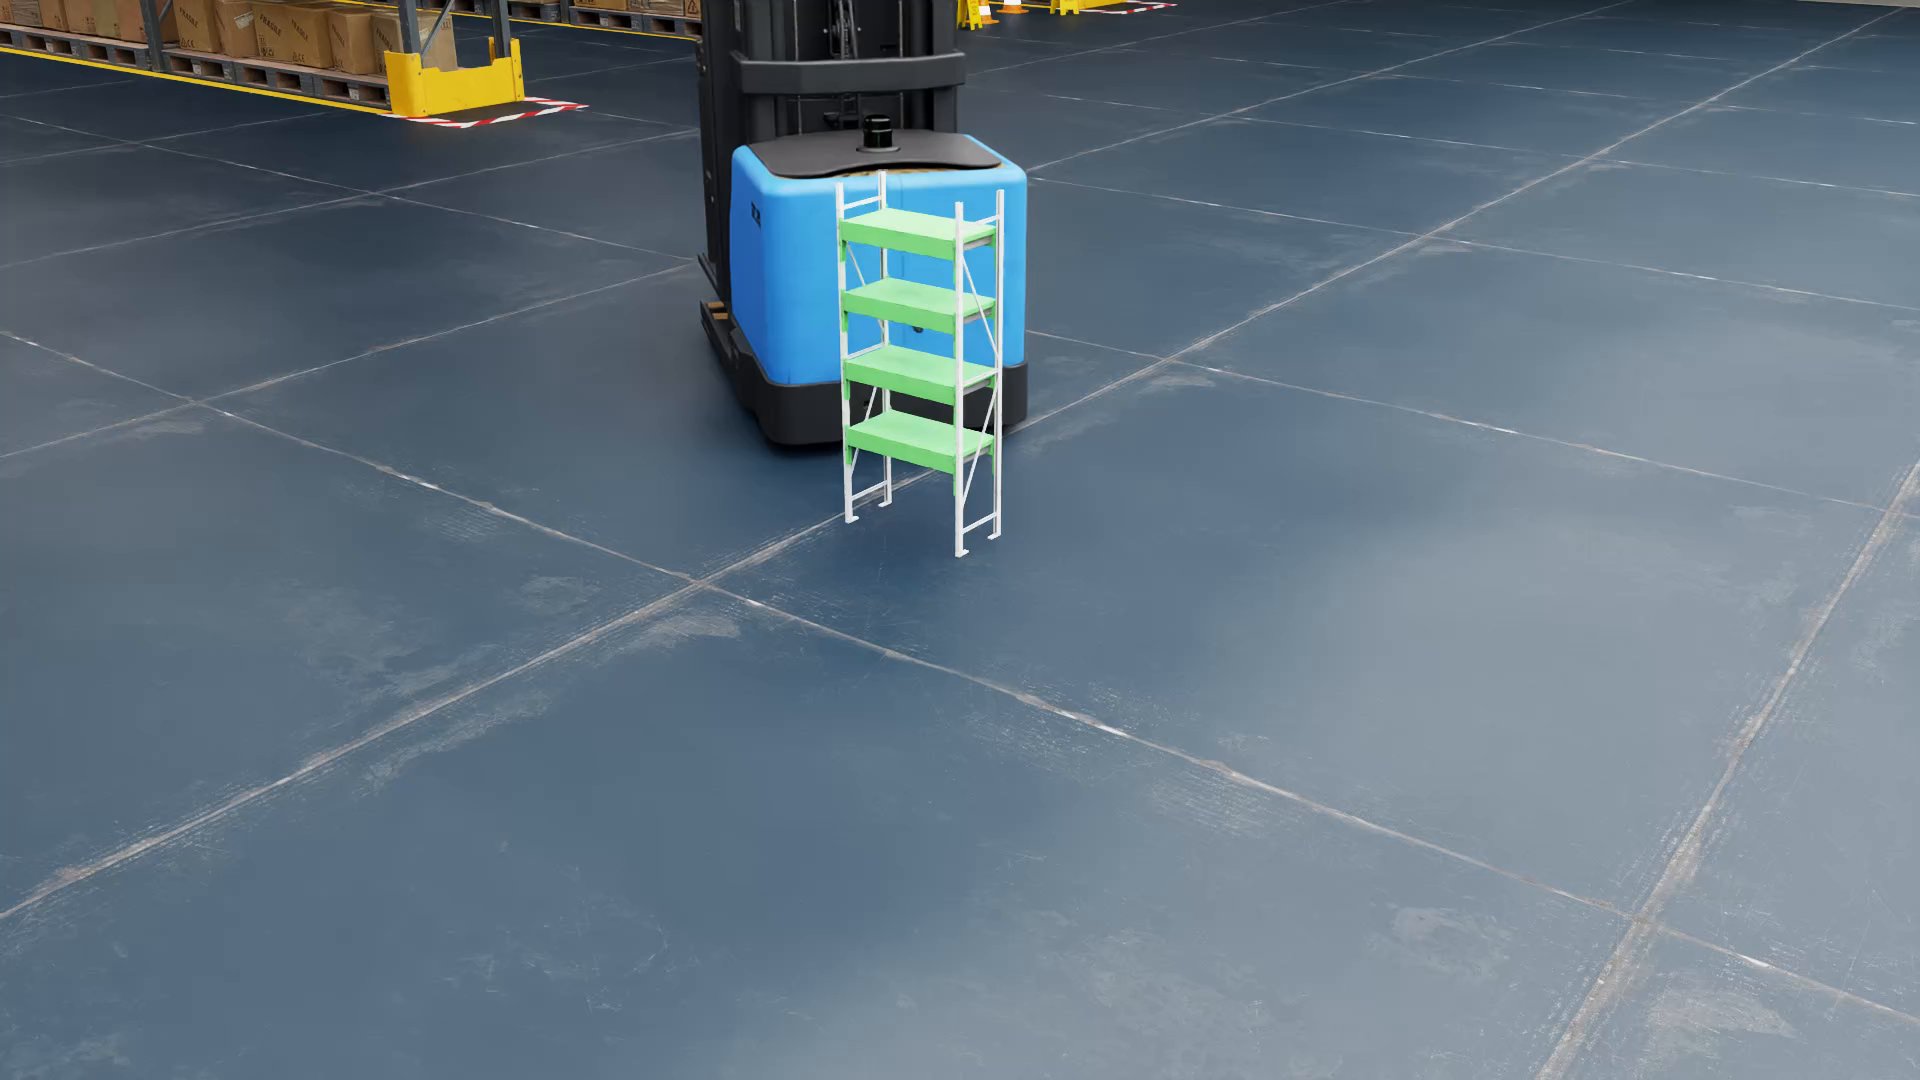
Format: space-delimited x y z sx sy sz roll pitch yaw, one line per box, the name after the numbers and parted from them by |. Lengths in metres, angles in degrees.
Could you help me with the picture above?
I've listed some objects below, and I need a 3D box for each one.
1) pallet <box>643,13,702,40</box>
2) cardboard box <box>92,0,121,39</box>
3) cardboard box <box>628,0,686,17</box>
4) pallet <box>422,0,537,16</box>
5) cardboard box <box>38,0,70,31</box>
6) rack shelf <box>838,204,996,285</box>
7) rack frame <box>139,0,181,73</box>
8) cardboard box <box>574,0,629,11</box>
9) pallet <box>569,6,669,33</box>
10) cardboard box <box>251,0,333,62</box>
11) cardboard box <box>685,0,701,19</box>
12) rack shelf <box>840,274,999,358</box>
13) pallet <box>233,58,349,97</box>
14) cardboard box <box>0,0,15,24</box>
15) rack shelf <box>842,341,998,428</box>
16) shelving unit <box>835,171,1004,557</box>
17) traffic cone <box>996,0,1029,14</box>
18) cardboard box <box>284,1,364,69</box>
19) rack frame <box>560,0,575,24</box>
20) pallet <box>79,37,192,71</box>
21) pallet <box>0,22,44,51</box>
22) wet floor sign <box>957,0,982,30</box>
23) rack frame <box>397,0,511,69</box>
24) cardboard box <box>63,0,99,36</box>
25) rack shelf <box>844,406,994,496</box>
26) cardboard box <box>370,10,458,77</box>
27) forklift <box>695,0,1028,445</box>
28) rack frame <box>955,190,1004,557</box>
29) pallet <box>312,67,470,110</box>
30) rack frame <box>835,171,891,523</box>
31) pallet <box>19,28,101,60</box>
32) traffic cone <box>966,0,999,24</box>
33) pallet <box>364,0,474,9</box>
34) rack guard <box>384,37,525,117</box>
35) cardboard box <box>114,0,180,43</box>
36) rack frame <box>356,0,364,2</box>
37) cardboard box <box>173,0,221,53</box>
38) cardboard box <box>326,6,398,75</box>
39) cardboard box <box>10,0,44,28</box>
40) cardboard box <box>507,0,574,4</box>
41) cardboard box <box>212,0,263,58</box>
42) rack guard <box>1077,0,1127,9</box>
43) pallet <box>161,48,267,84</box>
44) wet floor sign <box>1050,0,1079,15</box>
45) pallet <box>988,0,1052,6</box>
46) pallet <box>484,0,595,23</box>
-2.777 -5.791 18.632 1.213 0.211 1.003 17 29 33 | pallet
-8.223 -5.330 16.680 0.500 0.500 0.700 17 29 33 | cardboard box
-3.134 -6.400 18.669 0.875 0.875 0.875 17 29 34 | cardboard box
-5.962 -6.752 20.813 1.213 0.211 1.003 17 29 33 | pallet
-9.118 -5.599 17.293 0.500 0.500 0.700 20 31 38 | cardboard box
-0.132 -0.970 5.431 0.480 0.148 0.258 17 29 33 | rack shelf
-7.375 -5.995 15.637 0.127 3.000 1.000 17 29 33 | rack frame
-3.858 -6.616 19.160 0.875 0.875 0.875 17 29 34 | cardboard box
-3.757 -6.086 19.301 1.213 0.211 1.003 17 29 33 | pallet
-6.072 -4.673 15.215 0.500 0.500 0.500 14 27 29 | cardboard box
-2.406 -6.178 18.167 0.875 0.875 0.875 16 29 32 | cardboard box
-0.132 -0.750 5.528 0.480 0.148 0.258 17 29 33 | rack shelf
-5.836 -4.273 15.187 1.213 0.211 1.003 17 29 33 | pallet
-10.027 -5.864 17.894 0.500 0.500 0.700 15 28 31 | cardboard box
-0.132 -0.531 5.625 0.480 0.148 0.258 17 29 33 | rack shelf
-0.132 -0.589 5.599 0.503 1.200 0.258 17 29 33 | shelving unit
0.652 -6.752 20.501 0.334 0.463 0.336 17 29 33 | traffic cone
-5.652 -4.524 14.876 0.500 0.500 0.500 20 31 38 | cardboard box
-4.319 -7.571 19.213 0.127 3.000 1.000 17 29 33 | rack frame
-7.998 -4.907 16.625 1.213 0.211 1.003 17 29 33 | pallet
-9.951 -5.497 17.964 1.213 0.211 1.003 17 29 33 | pallet
0.092 -6.158 18.927 0.232 0.644 0.267 12 26 24 | wet floor sign
-4.174 -5.028 13.441 0.127 3.000 1.000 17 29 33 | rack frame
-8.671 -5.465 16.987 0.500 0.500 0.700 14 27 29 | cardboard box
-0.132 -0.311 5.721 0.480 0.148 0.258 17 29 33 | rack shelf
-4.663 -4.233 14.216 0.500 0.500 0.500 -20 31 -38 | cardboard box
-0.616 -2.275 7.279 1.130 2.935 3.031 -6 25 -14 | forklift
0.063 -0.530 5.465 0.015 1.200 0.240 17 29 33 | rack frame
-4.864 -3.978 14.517 1.213 0.211 1.003 17 29 33 | pallet
-0.328 -0.648 5.733 0.015 1.200 0.240 17 29 33 | rack frame
-8.979 -5.202 17.294 1.213 0.211 1.003 17 29 33 | pallet
0.258 -6.312 19.501 0.334 0.463 0.336 17 29 33 | traffic cone
-6.934 -7.047 21.483 1.213 0.211 1.003 17 29 33 | pallet
-4.235 -3.902 13.987 0.348 0.500 1.175 17 29 33 | rack guard
-7.853 -5.208 16.405 0.500 0.500 0.700 14 28 29 | cardboard box
-7.520 -8.538 21.408 0.127 3.000 1.000 17 29 33 | rack frame
-7.079 -4.934 15.807 0.500 0.500 0.500 16 28 32 | cardboard box
-5.162 -4.366 14.519 0.500 0.500 0.500 -17 29 -34 | cardboard box
-9.576 -5.734 17.599 0.500 0.500 0.700 14 27 29 | cardboard box
-4.870 -6.855 19.857 0.750 0.750 1.050 17 29 33 | cardboard box
-6.616 -4.798 15.498 0.500 0.500 0.500 -16 28 -31 | cardboard box
1.709 -7.100 21.244 0.348 0.500 1.175 17 29 33 | rack guard
-6.816 -4.568 15.856 1.213 0.211 1.003 17 29 33 | pallet
1.280 -6.757 20.285 0.267 0.644 0.232 -15 28 -30 | wet floor sign
1.080 -7.175 21.774 1.213 0.211 1.003 17 29 33 | pallet
-4.982 -6.457 20.144 1.213 0.211 1.003 17 29 33 | pallet
